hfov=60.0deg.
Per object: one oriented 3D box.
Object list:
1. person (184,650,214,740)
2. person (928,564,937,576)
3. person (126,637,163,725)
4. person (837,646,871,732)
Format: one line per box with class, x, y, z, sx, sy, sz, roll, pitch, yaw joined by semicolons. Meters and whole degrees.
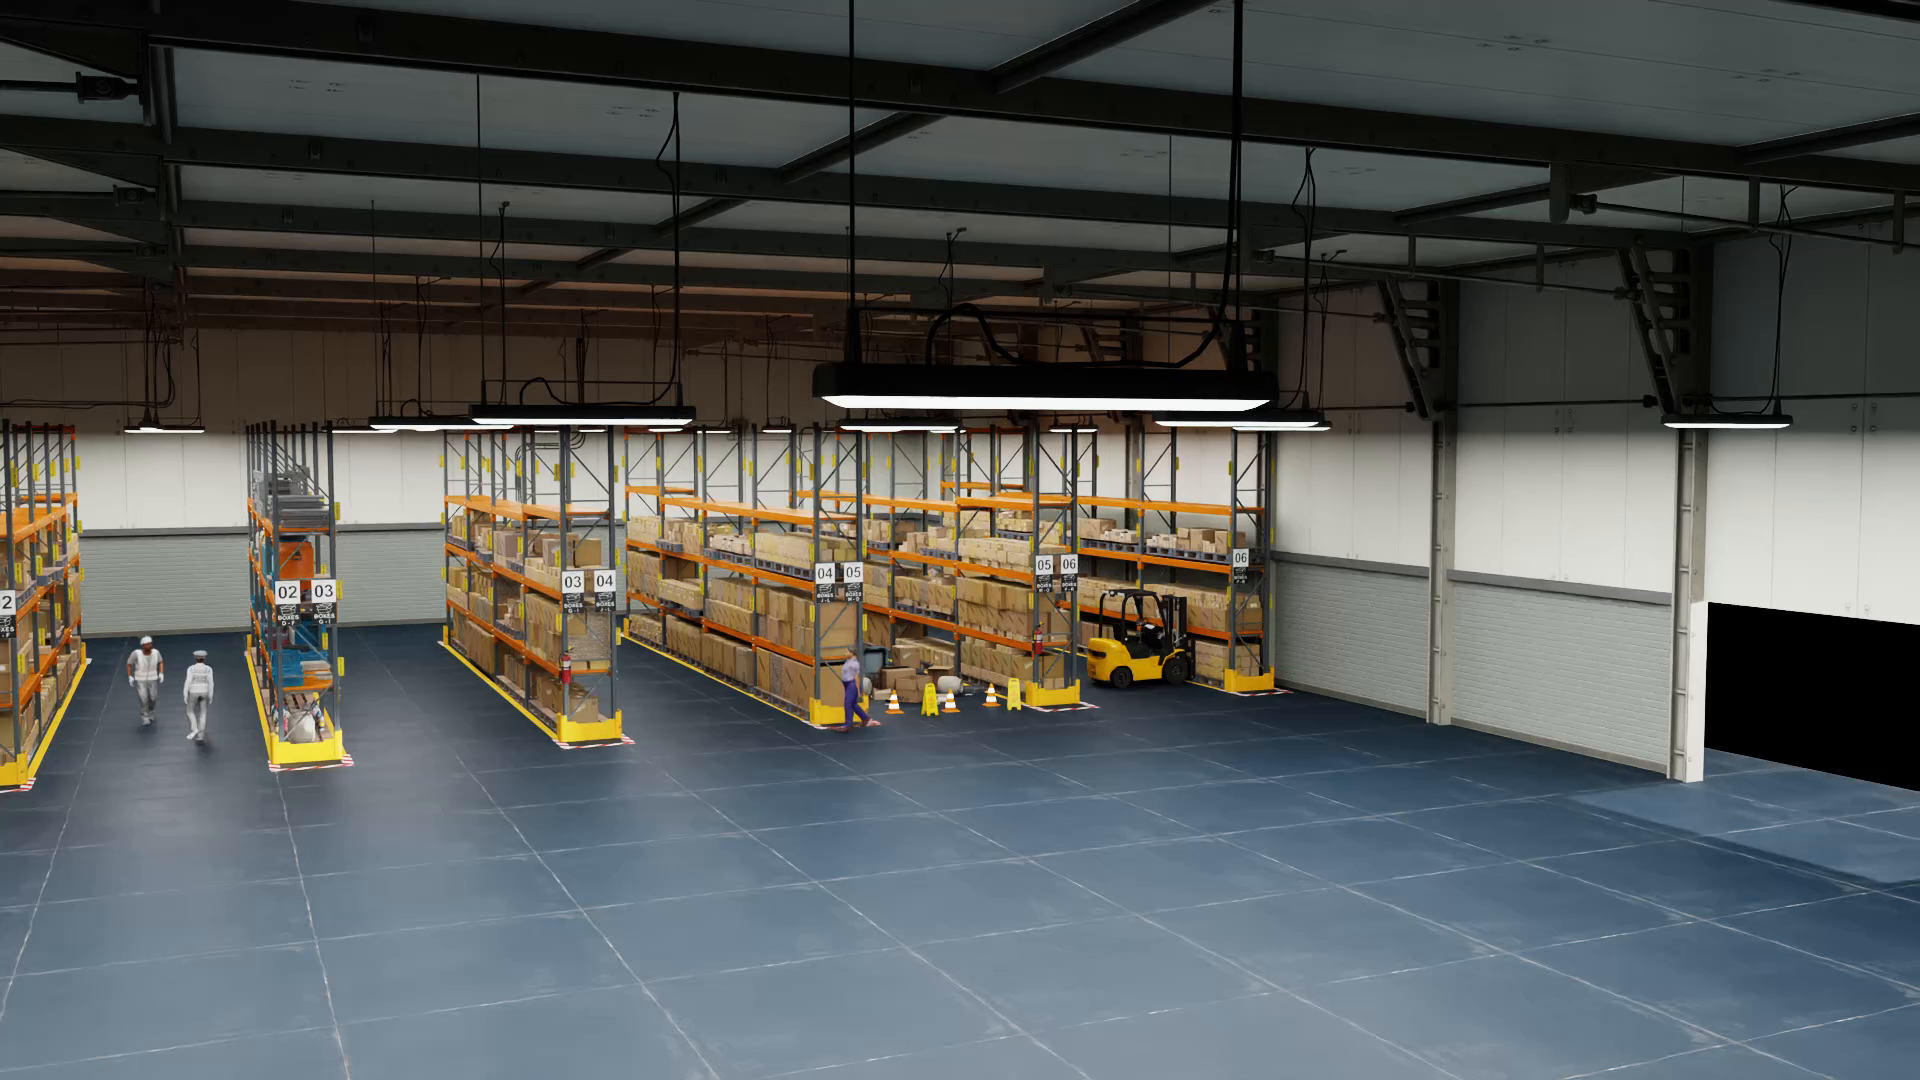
person;-14.299;2.925;31.250;0.520;1.672;0.435;-2;4;-27
person;-0.912;1.522;52.946;0.826;1.771;0.513;-1;4;-21
person;-16.257;2.782;33.151;0.685;1.742;0.674;-2;4;-32
person;-2.063;2.877;32.343;0.734;1.636;0.462;-1;4;-15
